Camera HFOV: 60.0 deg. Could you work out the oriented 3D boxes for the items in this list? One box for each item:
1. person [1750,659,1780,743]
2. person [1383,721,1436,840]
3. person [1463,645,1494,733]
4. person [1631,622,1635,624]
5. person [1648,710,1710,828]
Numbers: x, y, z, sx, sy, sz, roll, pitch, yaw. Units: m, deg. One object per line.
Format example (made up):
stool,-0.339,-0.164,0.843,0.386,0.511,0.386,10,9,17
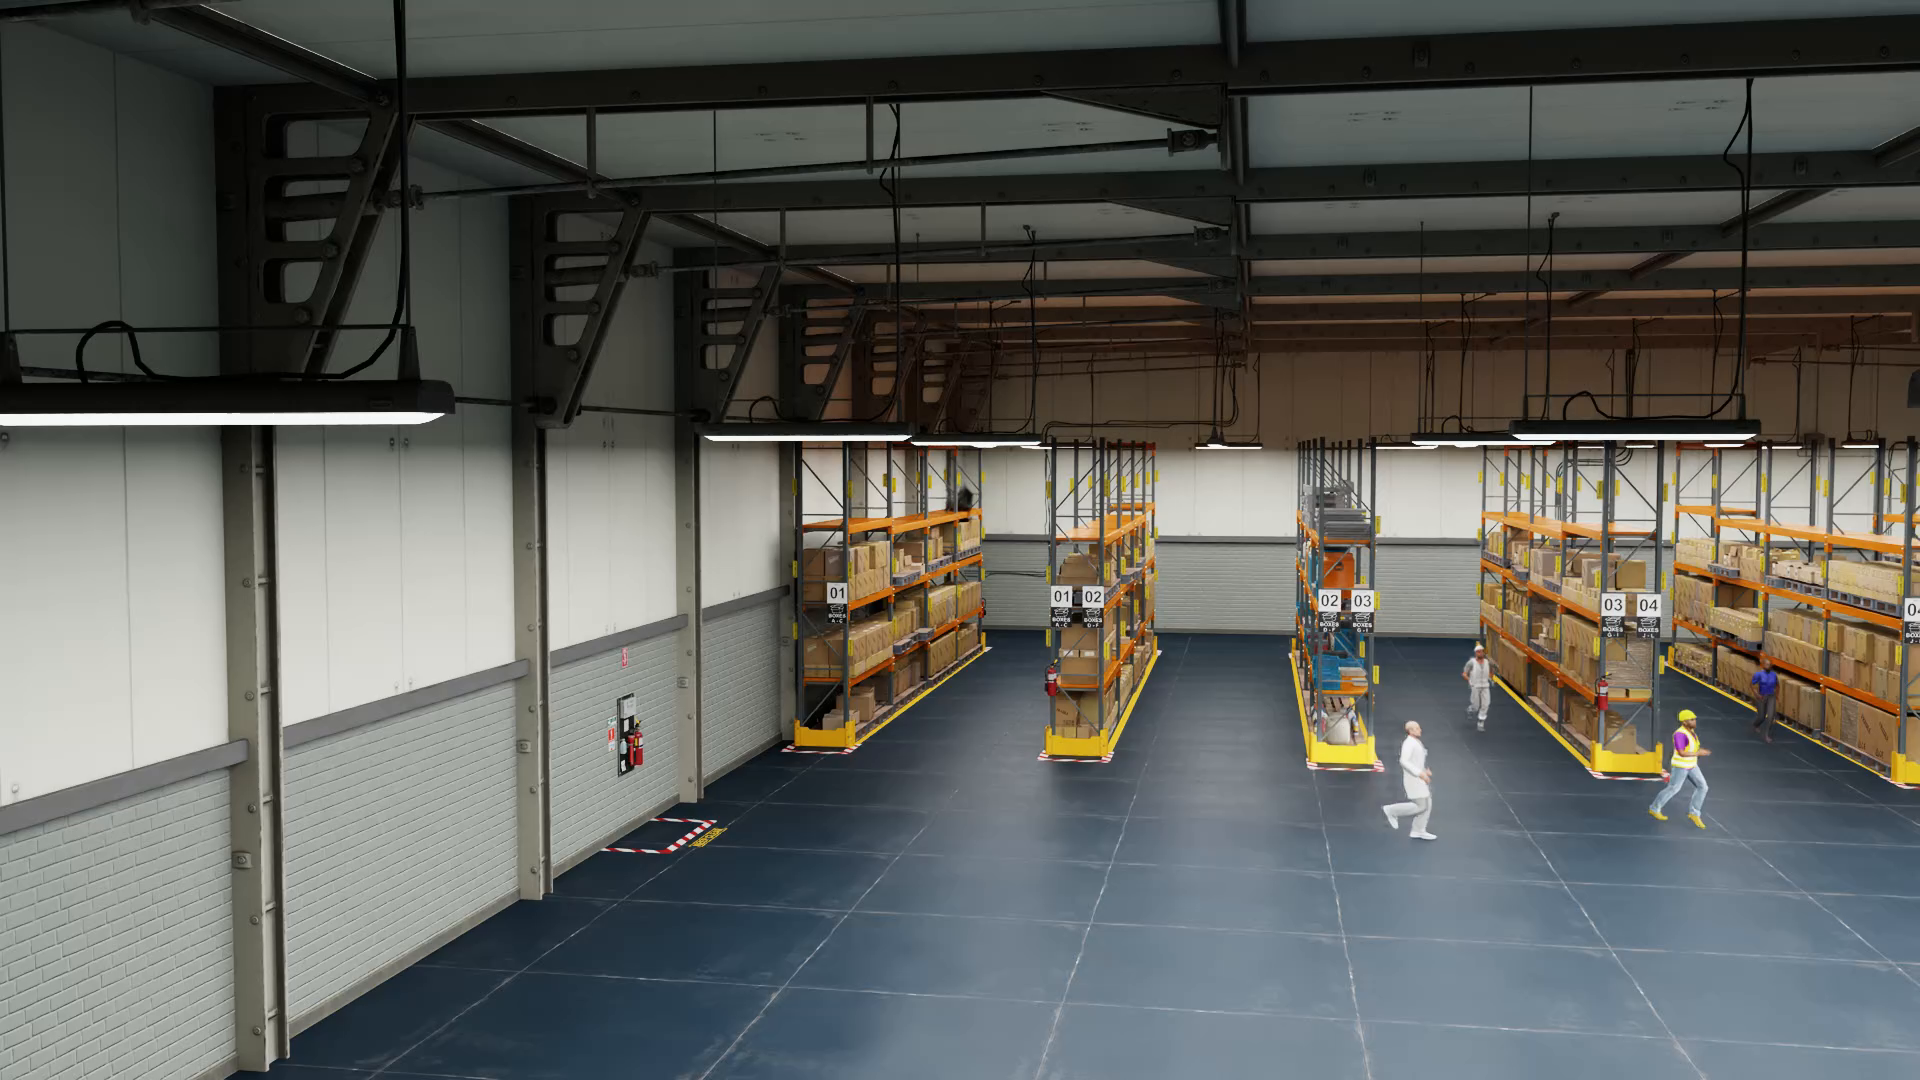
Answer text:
person,15.989,3.173,33.024,0.584,1.632,0.685,0,3,8
person,6.685,3.553,24.654,0.756,1.743,0.711,1,3,23
person,10.681,3.040,34.215,0.657,1.759,0.785,0,3,-2
person,17.901,2.560,44.938,0.646,1.619,0.696,-3,4,-41
person,11.067,3.495,25.471,0.709,1.811,0.896,-3,4,-44
